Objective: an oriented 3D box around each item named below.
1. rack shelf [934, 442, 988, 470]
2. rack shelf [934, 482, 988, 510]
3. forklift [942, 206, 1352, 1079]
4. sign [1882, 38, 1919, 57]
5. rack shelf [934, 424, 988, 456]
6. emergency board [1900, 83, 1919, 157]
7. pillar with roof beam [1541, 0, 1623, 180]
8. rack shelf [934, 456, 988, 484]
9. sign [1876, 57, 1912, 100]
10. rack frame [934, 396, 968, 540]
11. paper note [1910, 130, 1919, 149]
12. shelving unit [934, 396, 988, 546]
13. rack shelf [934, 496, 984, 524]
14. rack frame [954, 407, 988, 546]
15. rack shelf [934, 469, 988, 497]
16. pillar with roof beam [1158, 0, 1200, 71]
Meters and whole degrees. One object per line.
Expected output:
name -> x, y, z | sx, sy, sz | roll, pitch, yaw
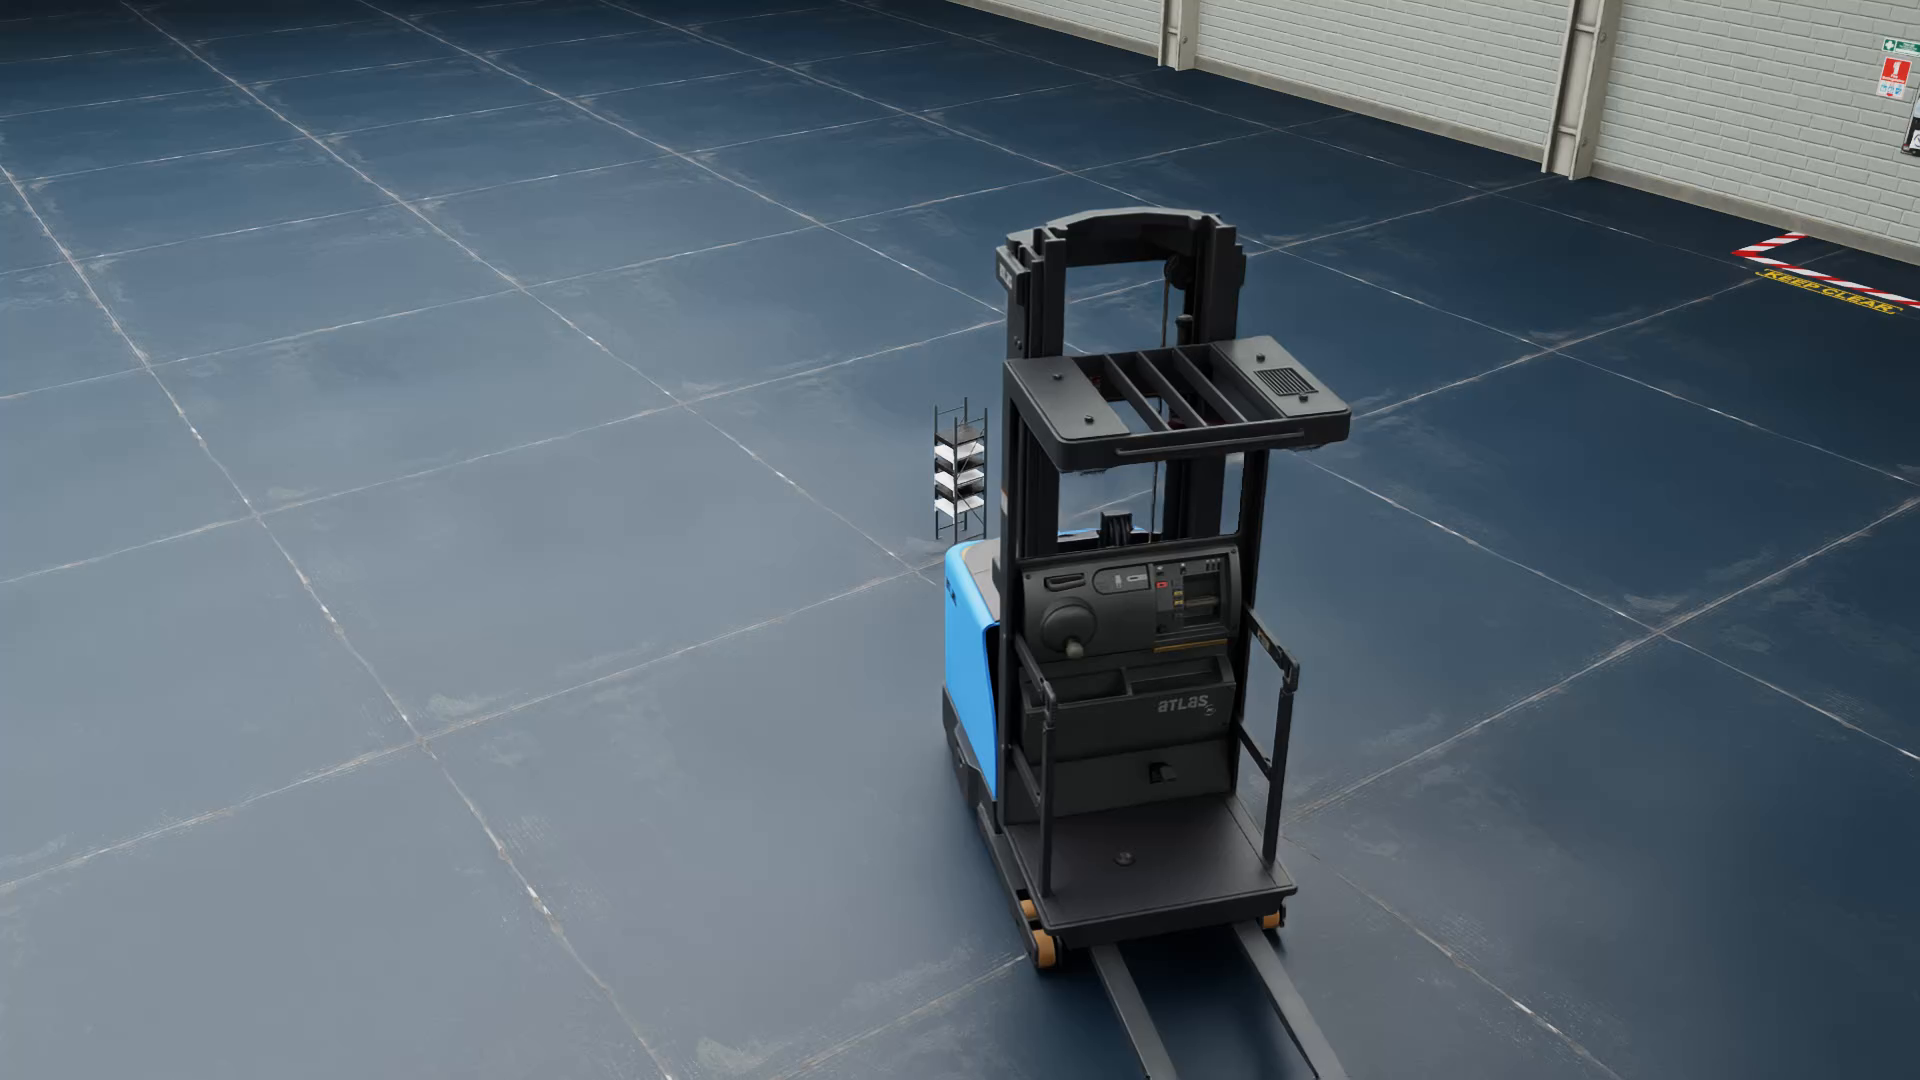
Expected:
rack shelf -> 0.005, -0.521, 9.959 | 0.258, 0.077, 0.200 | -19, 34, -31
rack shelf -> 0.005, -0.284, 10.088 | 0.258, 0.077, 0.200 | -19, 34, -31
forklift -> 0.761, 0.300, 6.626 | 1.130, 2.935, 3.031 | -7, 29, -12
sign -> 8.123, -4.248, 14.336 | 0.001, 0.109, 0.331 | -19, 34, -31
rack shelf -> 0.005, -0.600, 9.916 | 0.258, 0.077, 0.200 | -19, 34, -31
emergency board -> 8.374, -3.769, 14.046 | 0.157, 1.169, 0.626 | -19, 34, -31
pillar with roof beam -> 2.779, -6.566, 12.911 | 9.100, 9.000, 0.400 | -19, 34, -31
rack shelf -> 0.005, -0.442, 10.002 | 0.258, 0.077, 0.200 | -19, 34, -31
sign -> 8.127, -4.019, 14.471 | 0.001, 0.329, 0.234 | -19, 34, -31
rack frame -> -0.054, -0.432, 10.102 | 0.240, 0.900, 0.006 | -19, 34, -31
paper note -> 8.318, -3.461, 14.403 | 0.016, 0.148, 0.142 | -19, 34, -31
shelving unit -> 0.005, -0.392, 10.029 | 0.258, 0.900, 0.210 | -19, 34, -31
rack shelf -> 0.005, -0.205, 10.131 | 0.258, 0.077, 0.200 | -19, 34, -31
rack frame -> 0.064, -0.353, 9.957 | 0.240, 0.900, 0.006 | -19, 34, -31
rack shelf -> 0.005, -0.363, 10.045 | 0.258, 0.077, 0.200 | -19, 34, -31
pillar with roof beam -> -0.701, -8.899, 17.206 | 9.100, 9.000, 0.400 | -19, 34, -31
